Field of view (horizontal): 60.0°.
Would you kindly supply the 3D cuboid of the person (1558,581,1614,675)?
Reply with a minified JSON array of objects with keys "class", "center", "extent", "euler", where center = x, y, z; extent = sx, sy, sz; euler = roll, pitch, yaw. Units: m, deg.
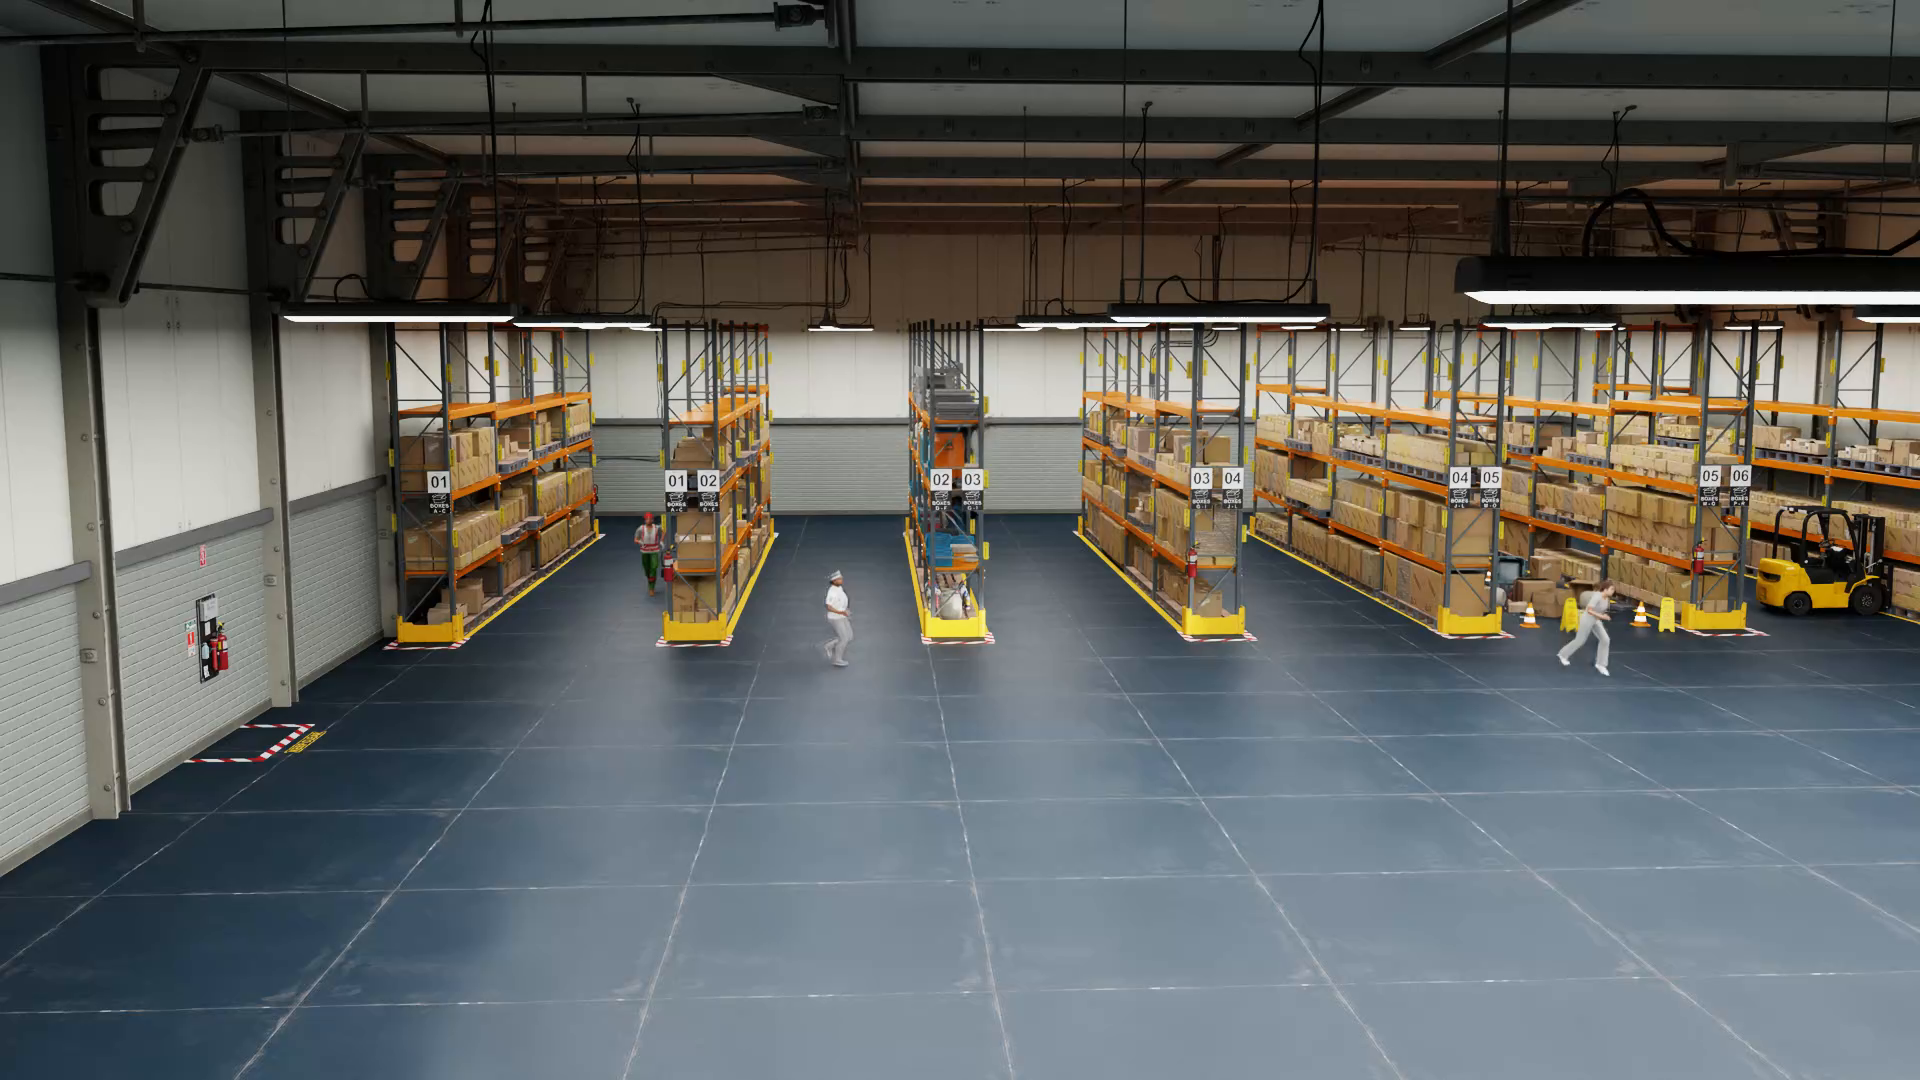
[{"class":"person","center":[10.687,1.462,28.382],"extent":[0.606,1.626,0.961],"euler":[-7,10,-43]}]

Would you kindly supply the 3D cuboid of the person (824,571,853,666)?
[{"class":"person","center":[-2.108,1.349,28.828],"extent":[0.559,1.651,0.572],"euler":[2,7,17]}]

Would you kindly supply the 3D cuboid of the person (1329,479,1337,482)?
[{"class":"person","center":[10.609,-0.932,47.305],"extent":[0.607,1.678,0.779],"euler":[-2,7,-16]}]

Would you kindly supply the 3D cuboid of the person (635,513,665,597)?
[{"class":"person","center":[-6.860,0.293,36.798],"extent":[0.654,1.811,0.949],"euler":[-1,7,-7]}]
